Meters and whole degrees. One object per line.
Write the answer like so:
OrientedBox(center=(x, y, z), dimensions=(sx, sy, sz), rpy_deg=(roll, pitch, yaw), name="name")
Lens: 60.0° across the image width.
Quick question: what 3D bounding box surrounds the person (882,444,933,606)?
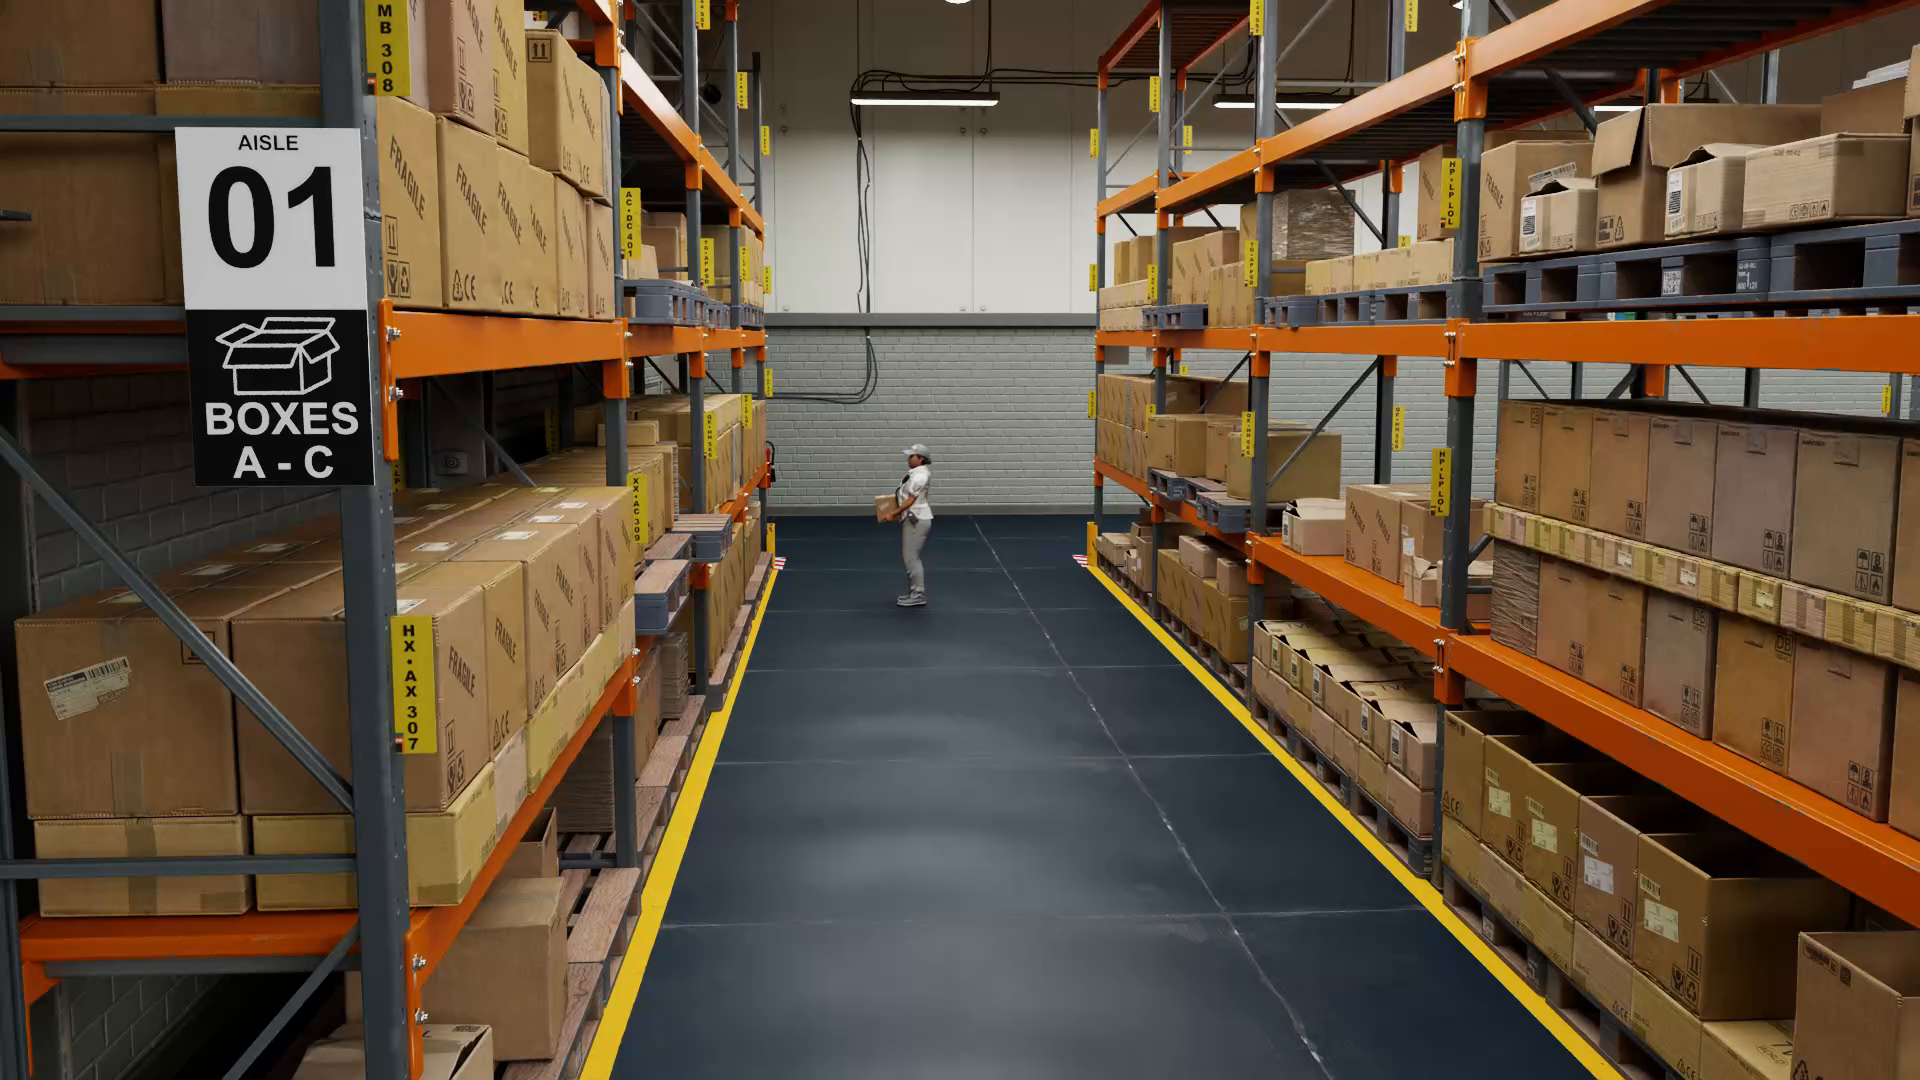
OrientedBox(center=(-0.542, -0.163, 17.117), dimensions=(0.535, 1.654, 0.452), rpy_deg=(0, 7, -3), name="person")
